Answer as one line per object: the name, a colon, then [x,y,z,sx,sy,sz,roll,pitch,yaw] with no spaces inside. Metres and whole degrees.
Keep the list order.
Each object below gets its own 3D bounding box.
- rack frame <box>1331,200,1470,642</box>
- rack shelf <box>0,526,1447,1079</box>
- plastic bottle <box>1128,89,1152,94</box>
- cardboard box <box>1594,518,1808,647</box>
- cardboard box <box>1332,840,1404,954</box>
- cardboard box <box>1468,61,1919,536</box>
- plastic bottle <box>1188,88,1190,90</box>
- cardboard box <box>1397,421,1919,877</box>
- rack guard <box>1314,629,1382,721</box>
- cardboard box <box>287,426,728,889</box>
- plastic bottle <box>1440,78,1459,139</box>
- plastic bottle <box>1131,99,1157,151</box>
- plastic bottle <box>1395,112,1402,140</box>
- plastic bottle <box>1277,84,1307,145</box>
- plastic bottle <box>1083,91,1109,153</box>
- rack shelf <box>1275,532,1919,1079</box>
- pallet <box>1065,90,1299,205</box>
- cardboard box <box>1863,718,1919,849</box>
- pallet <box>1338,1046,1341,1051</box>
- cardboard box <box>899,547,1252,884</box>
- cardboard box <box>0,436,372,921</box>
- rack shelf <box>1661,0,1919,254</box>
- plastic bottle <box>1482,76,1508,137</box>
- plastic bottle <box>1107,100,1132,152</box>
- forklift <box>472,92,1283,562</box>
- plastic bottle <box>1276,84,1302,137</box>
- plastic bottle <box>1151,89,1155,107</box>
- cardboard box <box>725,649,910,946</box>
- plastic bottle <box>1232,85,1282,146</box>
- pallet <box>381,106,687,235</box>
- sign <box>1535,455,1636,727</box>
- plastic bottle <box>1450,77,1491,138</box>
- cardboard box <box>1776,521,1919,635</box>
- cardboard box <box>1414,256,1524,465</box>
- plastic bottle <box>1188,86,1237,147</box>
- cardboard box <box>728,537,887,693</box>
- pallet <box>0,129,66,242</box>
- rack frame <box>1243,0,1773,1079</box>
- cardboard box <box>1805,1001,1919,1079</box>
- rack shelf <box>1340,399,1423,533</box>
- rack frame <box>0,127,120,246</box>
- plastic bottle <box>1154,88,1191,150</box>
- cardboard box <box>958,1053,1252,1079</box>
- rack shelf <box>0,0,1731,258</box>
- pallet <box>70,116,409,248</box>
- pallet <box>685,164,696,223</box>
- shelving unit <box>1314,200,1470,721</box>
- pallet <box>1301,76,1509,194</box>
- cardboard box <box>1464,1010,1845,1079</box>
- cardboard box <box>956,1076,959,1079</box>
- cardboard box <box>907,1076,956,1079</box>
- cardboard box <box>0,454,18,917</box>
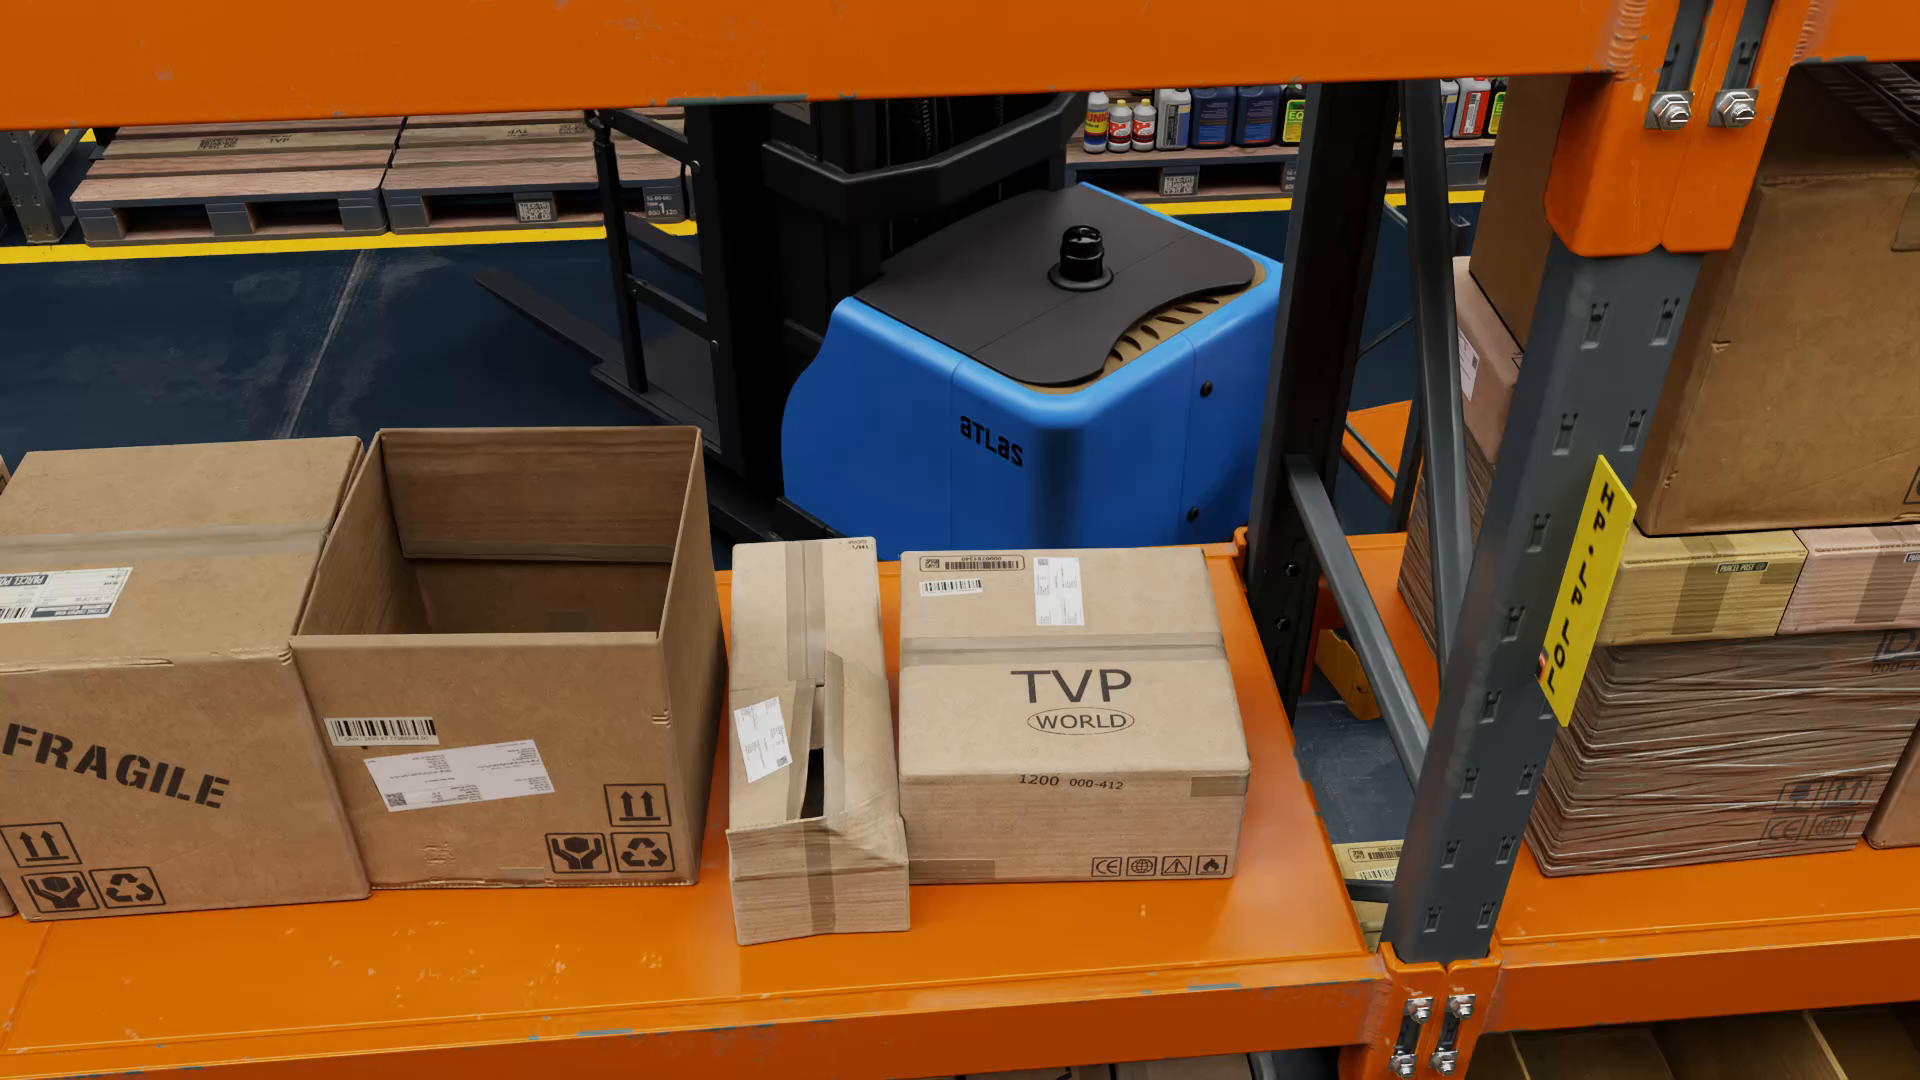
rack frame: [1.049,-0.262,4.370,0.032,1.500,0.500,-12,40,-15]
rack shelf: [-1.348,0.543,2.721,4.000,0.370,1.077,-3,38,-4]
plastic bottle: [0.838,-2.163,7.353,0.185,0.351,0.144,-3,38,-4]
cardboard box: [0.929,-0.038,2.273,0.250,0.149,0.380,-3,38,-4]
cardboard box: [1.087,0.905,3.562,0.500,0.250,0.500,-3,38,-4]
cardboard box: [1.086,-0.426,2.240,0.500,0.500,0.700,-3,38,-4]
plastic bottle: [1.037,-1.916,7.039,0.185,0.351,0.144,-3,38,-4]
cardboard box: [1.086,0.083,2.642,0.500,0.500,0.700,-4,38,-5]
rack guard: [1.051,0.227,4.759,0.087,0.250,0.587,-12,40,-15]
cardboard box: [-0.647,0.173,2.529,0.500,0.500,0.500,-1,38,-1]
plastic bottle: [2.011,-1.853,7.020,0.135,0.276,0.152,-4,38,-5]
plastic bottle: [0.768,-1.738,6.935,0.097,0.201,0.097,0,38,0]
plastic bottle: [1.847,-1.870,6.982,0.185,0.351,0.144,-2,38,-2]
plastic bottle: [1.406,-1.794,6.940,0.133,0.283,0.061,-2,38,-2]
plastic bottle: [0.565,-1.754,6.899,0.097,0.271,0.097,0,38,0]
rack shelf: [2.636,0.324,2.999,4.000,0.370,1.077,-3,38,-4]
pallet: [0.882,-1.822,7.389,1.213,0.211,1.003,-3,38,-4]
cardboard box: [1.610,0.050,2.684,0.500,0.500,0.700,-4,38,-4]
pallet: [1.440,1.228,3.523,1.213,0.211,1.003,-3,38,-4]
cardboard box: [0.158,0.264,2.615,0.500,0.250,0.500,-1,38,-1]
cardboard box: [-1.146,0.200,2.494,0.500,0.500,0.500,-3,38,-4]
rack shelf: [2.636,-0.854,2.070,4.000,0.370,1.077,-3,38,-4]
plastic bottle: [2.288,-1.842,7.001,0.133,0.283,0.061,-2,38,-3]
plastic bottle: [0.667,-1.732,6.928,0.097,0.201,0.097,0,38,0]
forklift: [-0.485,-1.453,4.726,3.031,2.935,1.130,31,48,33]
plastic bottle: [1.381,-1.837,7.004,0.097,0.271,0.097,0,38,0]
plastic bottle: [0.875,-1.859,7.022,0.133,0.283,0.061,-3,38,-4]
cardboard box: [-0.215,0.365,2.474,0.258,0.266,0.396,-4,38,-5]
plastic bottle: [1.238,-1.837,6.940,0.185,0.351,0.144,-5,39,-6]
pallet: [-1.788,-1.675,7.202,1.213,0.211,1.003,-3,38,-4]
sign: [0.702,0.062,1.879,0.005,0.325,0.100,-3,38,-4]
plastic bottle: [2.149,-1.860,7.030,0.135,0.276,0.152,-3,38,-4]
cardboard box: [1.179,-0.052,2.290,0.250,0.149,0.380,-3,38,-3]
cardboard box: [0.896,-0.290,2.592,0.250,0.149,0.380,-3,38,-4]
plastic bottle: [1.050,-1.827,6.927,0.185,0.351,0.144,-2,38,-3]
cardboard box: [-0.257,0.172,2.813,0.250,0.149,0.380,-3,38,-4]
pallet: [-4.557,-1.522,7.009,1.213,0.211,1.003,-3,38,-4]
rack frame: [0.644,0.151,2.637,0.127,3.000,1.000,-3,38,-4]
cardboard box: [1.631,0.906,2.955,0.500,0.500,0.500,-3,38,-4]
rack shelf: [1.530,-0.225,4.612,1.000,0.185,0.538,-12,40,-15]
rack frame: [-3.775,-2.686,6.233,0.127,3.000,1.000,-3,38,-4]
plastic bottle: [0.885,-1.791,6.942,0.135,0.276,0.152,-2,38,-2]
cardboard box: [0.266,1.044,2.933,0.500,0.311,0.500,-3,38,-4]
rack shelf: [-1.348,-0.635,1.792,4.000,0.370,1.077,-3,38,-4]
pallet: [-3.000,-1.610,7.120,1.213,0.211,1.003,-3,38,-4]
pallet: [-0.570,-1.744,7.290,1.213,0.211,1.003,-3,38,-4]
shelving unit: [1.521,-0.364,4.497,1.083,1.500,0.587,-12,40,-15]
pallet: [2.100,-1.891,7.476,1.213,0.211,1.003,-3,38,-4]
cardboard box: [1.134,0.939,2.914,0.500,0.500,0.500,-3,38,-4]
cardboard box: [0.257,1.267,3.103,0.500,0.250,0.500,-3,38,-4]
cardboard box: [-0.252,1.077,2.892,0.500,0.311,0.500,-2,38,-3]
cardboard box: [-1.670,0.229,2.458,0.500,0.500,0.500,-5,39,-6]
